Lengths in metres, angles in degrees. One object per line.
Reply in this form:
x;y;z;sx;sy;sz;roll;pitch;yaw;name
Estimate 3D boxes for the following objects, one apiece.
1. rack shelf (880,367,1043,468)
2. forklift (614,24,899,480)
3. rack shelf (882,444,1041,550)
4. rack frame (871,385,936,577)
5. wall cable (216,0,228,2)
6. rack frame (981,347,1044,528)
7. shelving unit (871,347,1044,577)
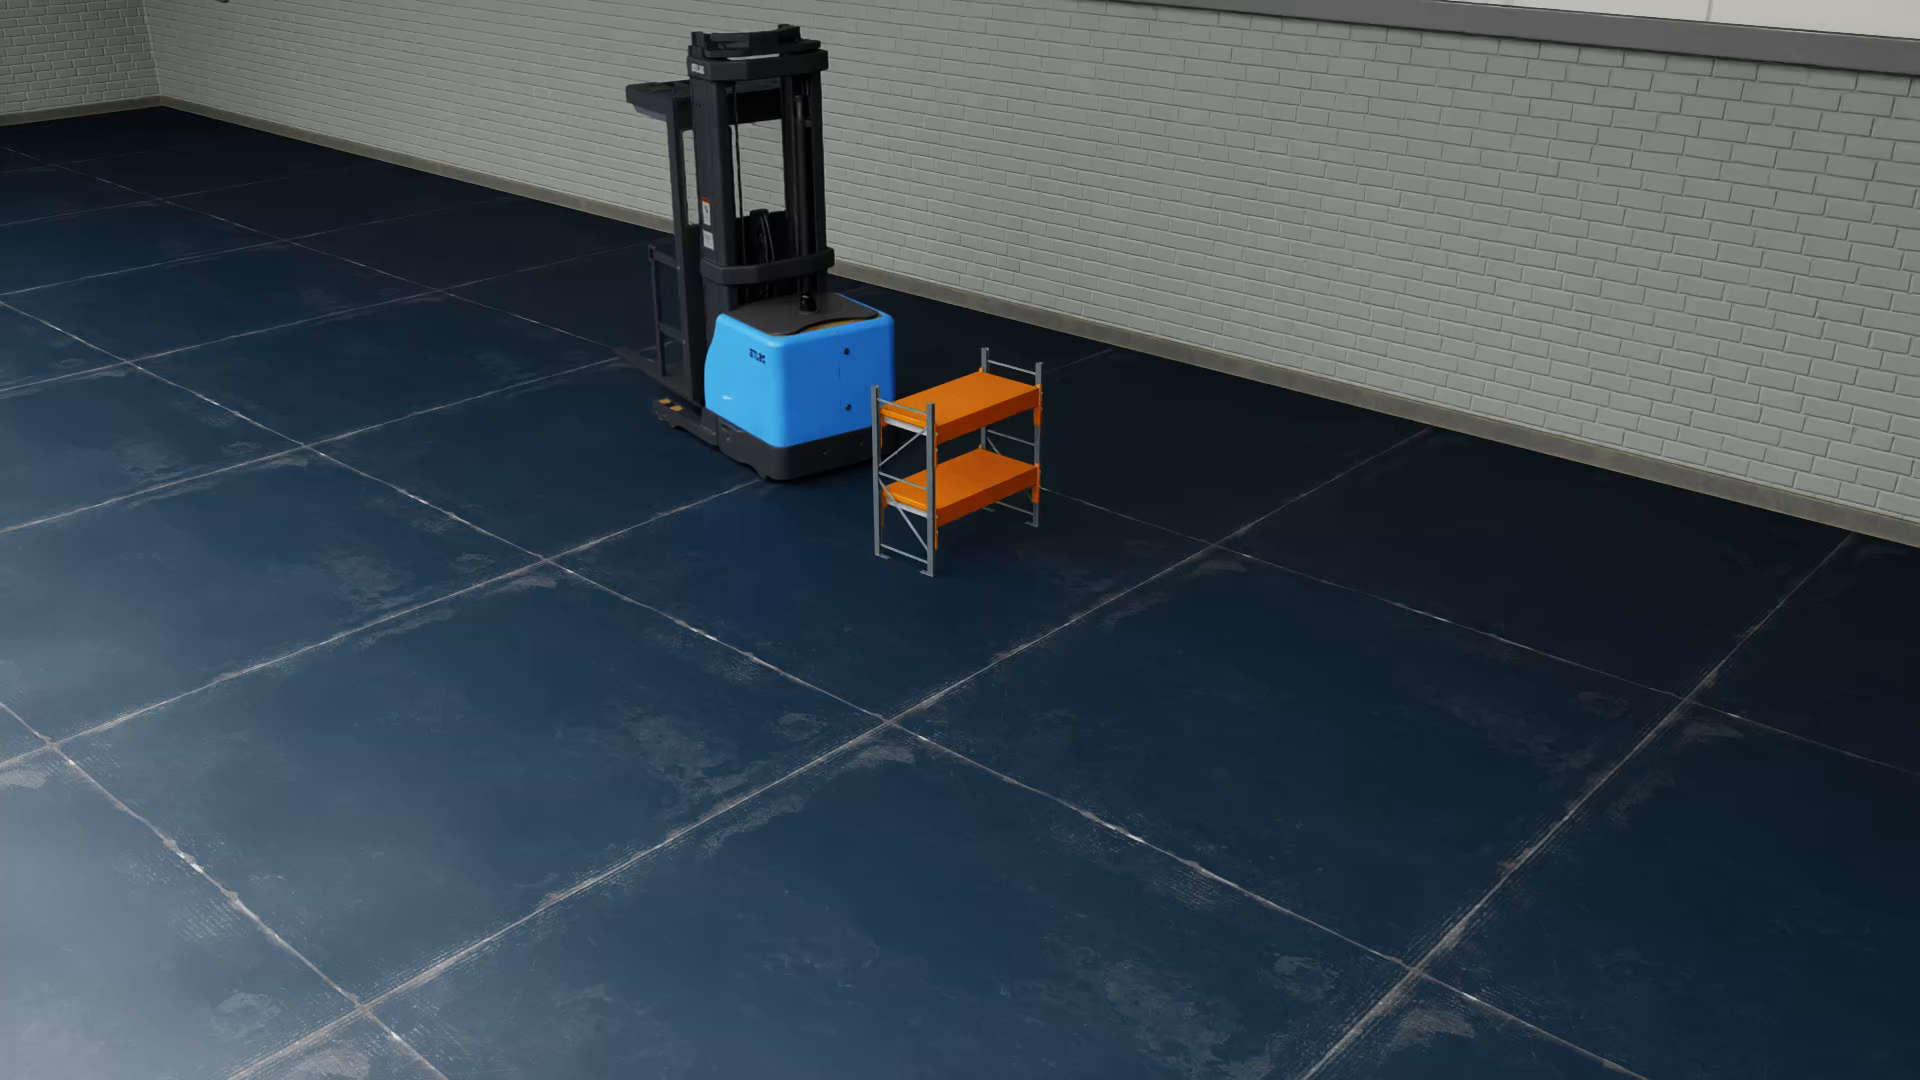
-0.005;-0.778;10.396;0.538;0.278;1.000;20;31;38;rack shelf
-1.708;-2.295;12.286;1.130;2.935;3.031;-16;29;-32;forklift
-0.005;-0.288;10.615;0.538;0.278;1.000;20;31;38;rack shelf
-0.344;-0.356;10.170;0.500;1.125;0.032;20;31;38;rack frame
-11.295;-9.016;23.655;3.097;2.526;0.112;20;31;38;wall cable
0.335;-0.666;10.861;0.500;1.125;0.032;20;31;38;rack frame
-0.005;-0.511;10.515;0.538;1.125;1.048;20;31;38;shelving unit
